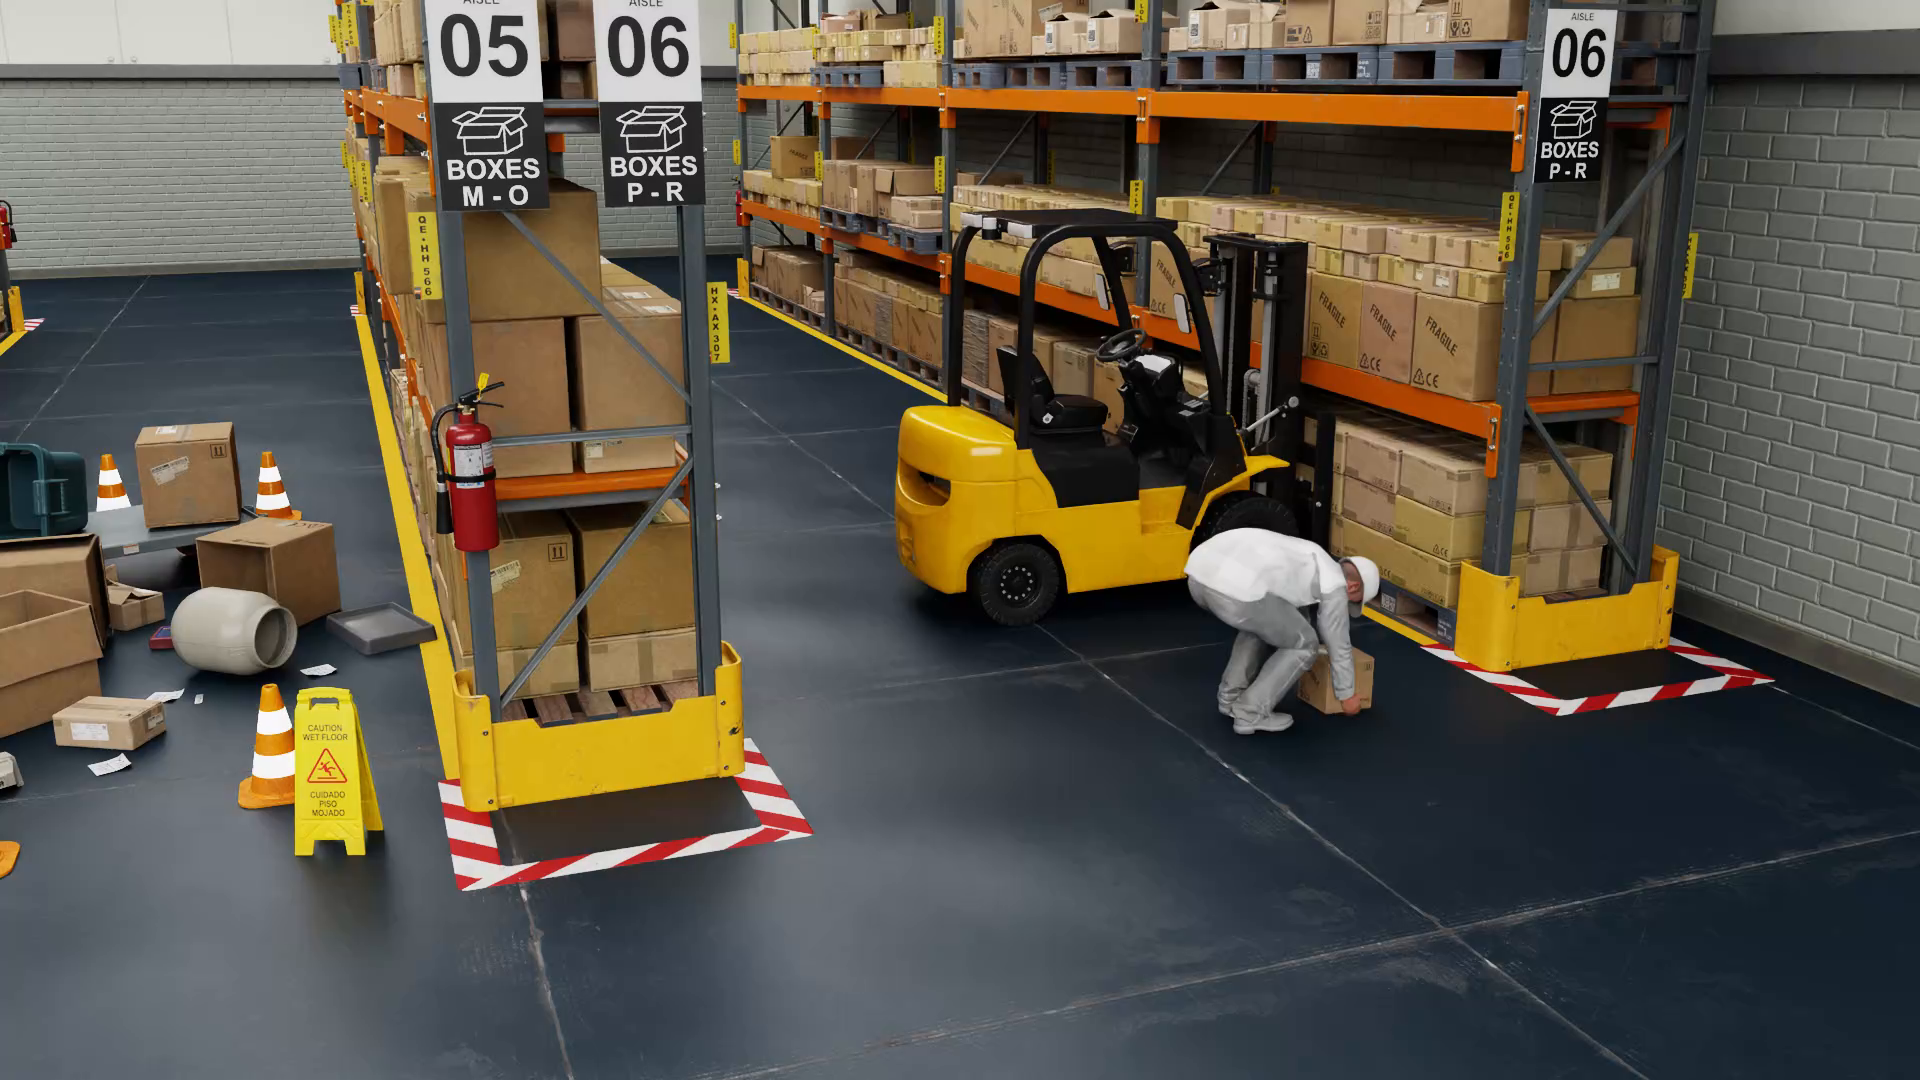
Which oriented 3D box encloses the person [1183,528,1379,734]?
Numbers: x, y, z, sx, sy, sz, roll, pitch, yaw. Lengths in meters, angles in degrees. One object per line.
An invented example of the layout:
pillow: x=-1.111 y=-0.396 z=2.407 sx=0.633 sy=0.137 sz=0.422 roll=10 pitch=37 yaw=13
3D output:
person: x=1.514 y=0.377 z=7.714 sx=0.998 sy=0.923 sz=0.504 roll=-7 pitch=17 yaw=-23
